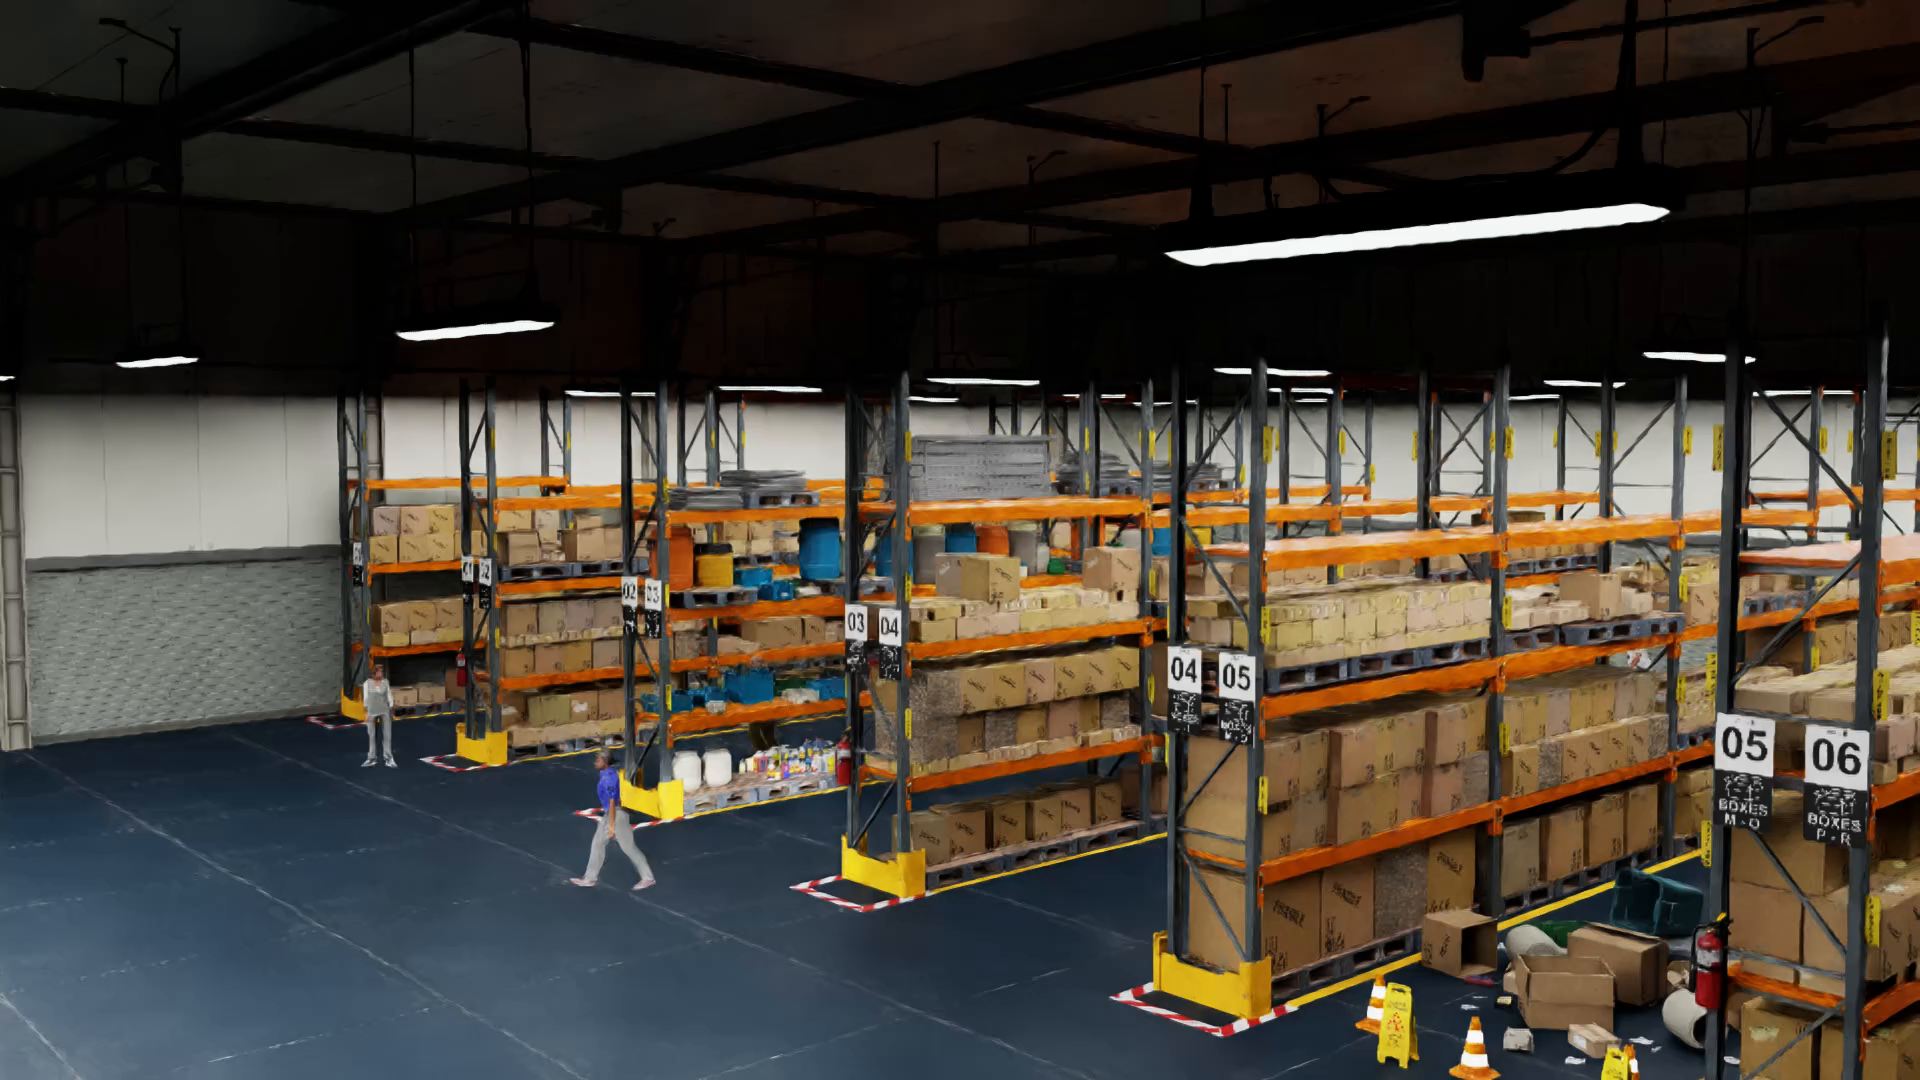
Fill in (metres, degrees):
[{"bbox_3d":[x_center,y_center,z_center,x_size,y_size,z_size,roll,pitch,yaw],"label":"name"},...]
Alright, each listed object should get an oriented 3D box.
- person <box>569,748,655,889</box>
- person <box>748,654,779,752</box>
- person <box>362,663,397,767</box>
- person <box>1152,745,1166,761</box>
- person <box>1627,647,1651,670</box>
[{"bbox_3d":[-3.921,3.131,18.716,0.929,1.604,0.488,-1,4,-18],"label":"person"},{"bbox_3d":[-3.046,2.680,25.761,0.538,1.491,0.729,-4,5,-43],"label":"person"},{"bbox_3d":[-8.923,2.729,25.495,0.507,1.509,0.383,-2,4,-23],"label":"person"},{"bbox_3d":[2.851,2.767,24.165,1.110,1.590,0.446,-3,5,-39],"label":"person"},{"bbox_3d":[12.273,2.330,29.938,0.721,1.738,0.570,1,4,22],"label":"person"}]
